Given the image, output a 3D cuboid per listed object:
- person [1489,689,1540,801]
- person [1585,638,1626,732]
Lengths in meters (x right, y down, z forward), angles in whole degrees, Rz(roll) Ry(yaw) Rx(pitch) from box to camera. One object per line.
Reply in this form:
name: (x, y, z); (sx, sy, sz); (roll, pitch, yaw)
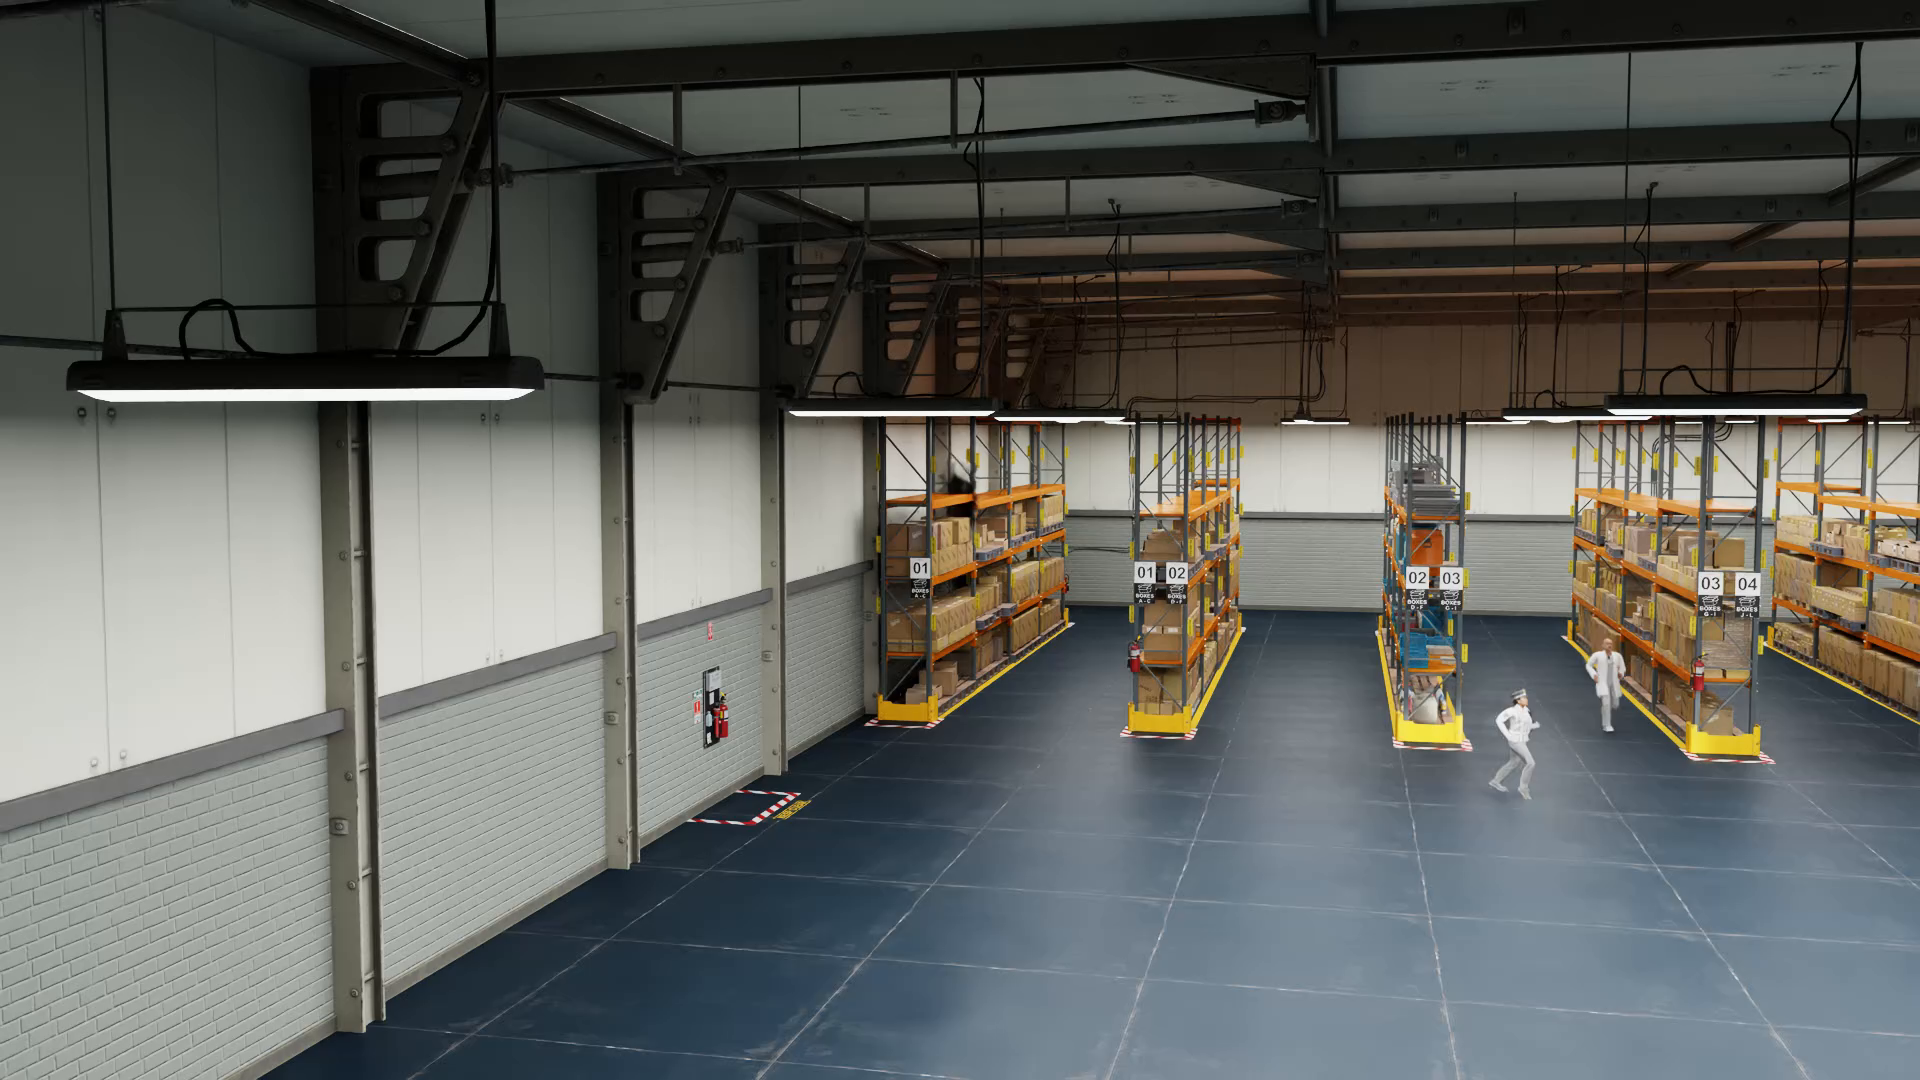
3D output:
person: (8.584, 3.155, 25.744); (0.775, 1.737, 0.591); (3, 5, 41)
person: (12.225, 2.725, 31.457); (0.715, 1.735, 0.826); (0, 4, 4)
